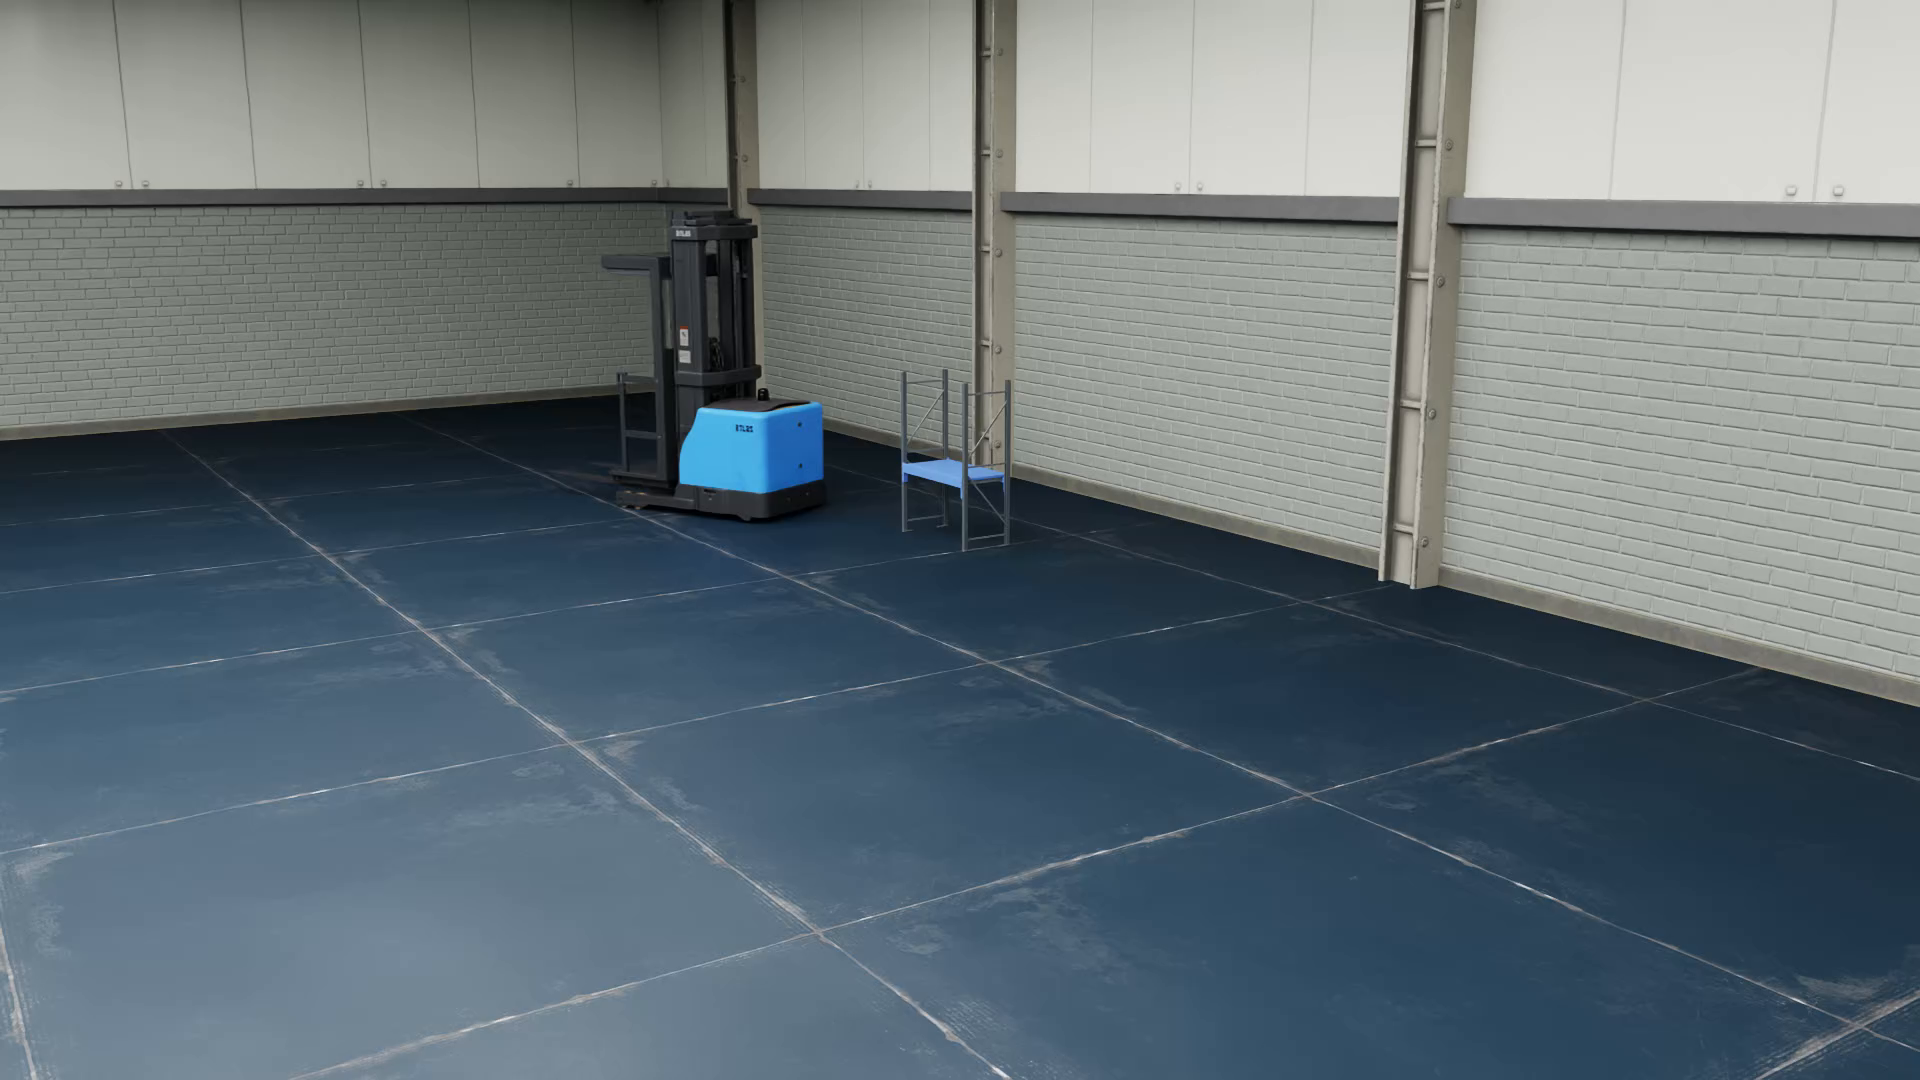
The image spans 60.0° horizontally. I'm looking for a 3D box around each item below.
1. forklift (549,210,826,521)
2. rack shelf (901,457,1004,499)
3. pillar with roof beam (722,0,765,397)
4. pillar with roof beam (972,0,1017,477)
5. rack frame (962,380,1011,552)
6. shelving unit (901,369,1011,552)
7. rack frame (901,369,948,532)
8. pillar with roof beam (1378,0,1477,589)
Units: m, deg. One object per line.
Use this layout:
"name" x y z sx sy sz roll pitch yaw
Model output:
"forklift" -2.869 -1.827 16.744 3.031 2.935 1.130 8 14 31
"rack shelf" -0.047 -0.572 15.198 0.538 0.185 1.000 -8 15 -33
"pillar with roof beam" -6.543 -5.674 20.133 9.100 9.000 0.400 -8 15 -33
"pillar with roof beam" -3.219 -4.607 15.254 9.100 9.000 0.400 -8 15 -33
"rack frame" 0.234 -0.657 14.746 0.500 1.500 0.032 -8 15 -33
"shelving unit" -0.047 -0.748 15.159 0.538 1.500 1.048 -8 15 -33
"rack frame" -0.329 -0.838 15.573 0.500 1.500 0.032 -8 15 -33
"pillar with roof beam" 0.105 -3.540 10.374 9.100 9.000 0.400 -8 15 -33
